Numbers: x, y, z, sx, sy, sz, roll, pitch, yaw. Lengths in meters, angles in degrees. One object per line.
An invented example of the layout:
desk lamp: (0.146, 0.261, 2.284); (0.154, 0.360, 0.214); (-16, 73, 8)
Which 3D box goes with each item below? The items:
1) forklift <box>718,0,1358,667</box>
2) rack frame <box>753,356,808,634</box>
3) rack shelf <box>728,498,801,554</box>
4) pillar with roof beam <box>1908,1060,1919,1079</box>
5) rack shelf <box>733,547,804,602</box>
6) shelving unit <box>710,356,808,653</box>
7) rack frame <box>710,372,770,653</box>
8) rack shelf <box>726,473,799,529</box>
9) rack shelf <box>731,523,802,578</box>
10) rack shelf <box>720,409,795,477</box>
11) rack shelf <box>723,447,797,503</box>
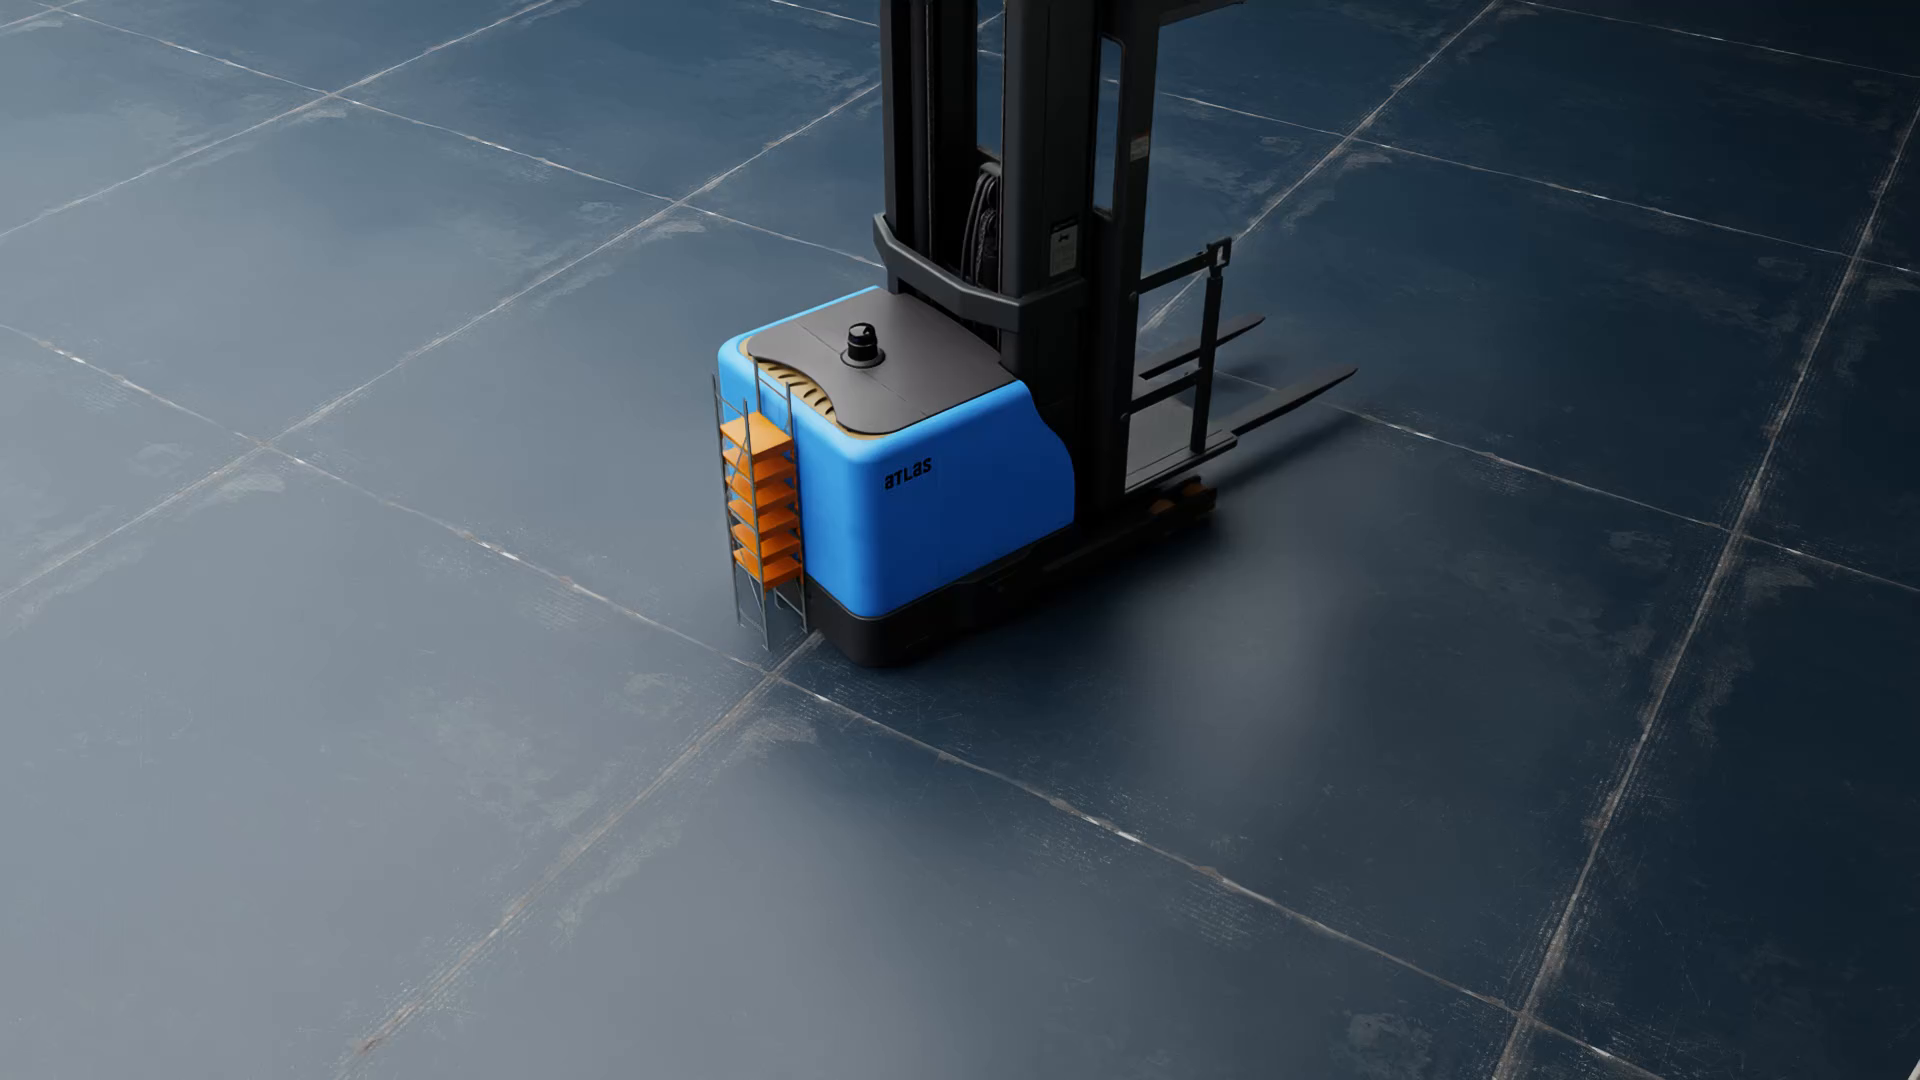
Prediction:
forklift: (0.510, -1.404, 6.670); (3.031, 2.935, 1.130); (-25, 44, -29)
rack frame: (-0.692, -0.150, 6.461); (0.006, 1.200, 0.240); (-25, 44, -29)
rack shelf: (-0.764, -0.080, 6.444); (0.180, 0.103, 0.258); (-25, 44, -29)
pillar with roof beam: (-0.849, -3.071, 3.864); (9.100, 9.000, 0.400); (21, 42, 25)
rack shelf: (-0.764, 0.110, 6.590); (0.180, 0.103, 0.258); (-25, 44, -29)
shelving unit: (-0.764, -0.115, 6.417); (0.189, 1.200, 0.258); (-25, 44, -29)
rack frame: (-0.836, -0.081, 6.372); (0.006, 1.200, 0.240); (-25, 44, -29)
rack shelf: (-0.764, -0.175, 6.371); (0.180, 0.103, 0.258); (-25, 44, -29)
rack shelf: (-0.764, 0.015, 6.517); (0.180, 0.103, 0.258); (-25, 44, -29)
rack shelf: (-0.764, -0.365, 6.224); (0.180, 0.103, 0.258); (-25, 44, -29)
rack shelf: (-0.764, -0.270, 6.297); (0.180, 0.103, 0.258); (-25, 44, -29)
